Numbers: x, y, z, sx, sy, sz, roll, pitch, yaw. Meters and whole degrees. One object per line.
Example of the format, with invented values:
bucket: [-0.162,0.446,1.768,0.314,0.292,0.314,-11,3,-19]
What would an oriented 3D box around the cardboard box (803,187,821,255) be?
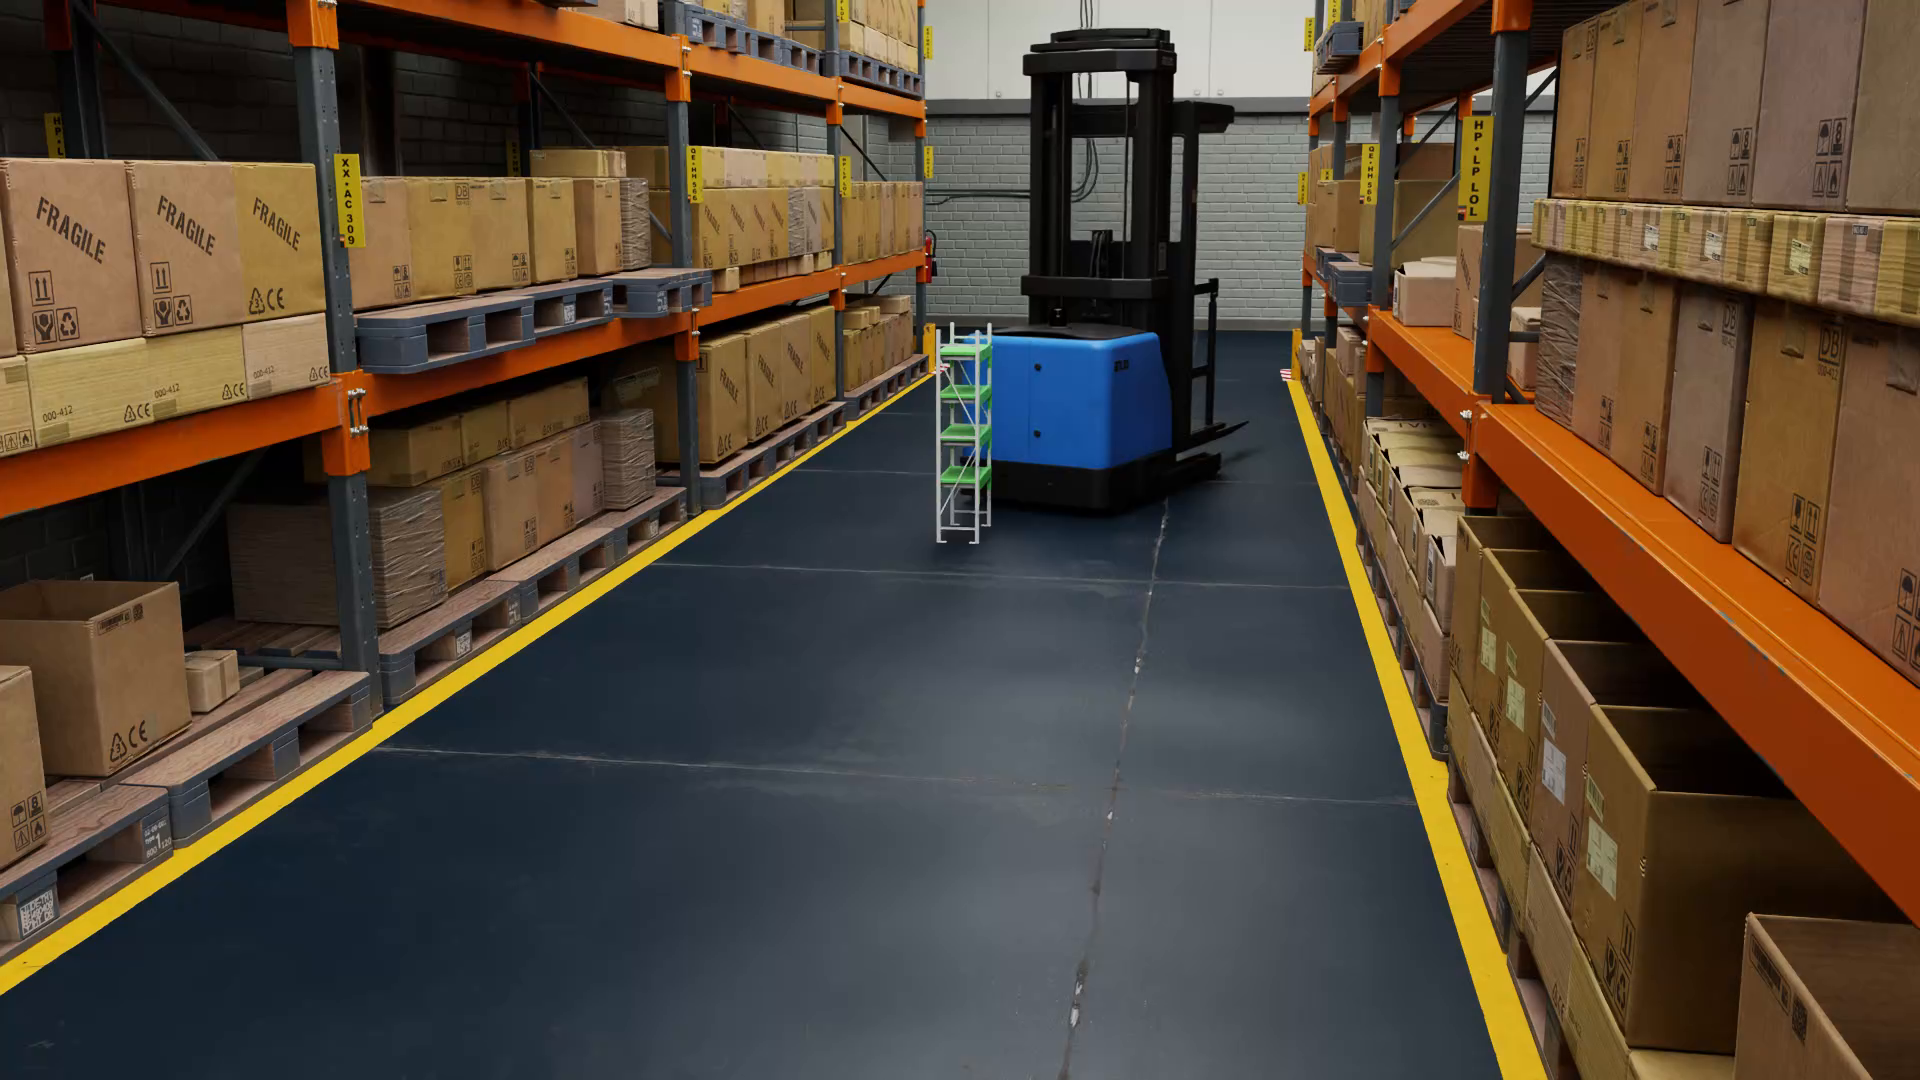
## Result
cardboard box: [-1.372,-2.458,12.786,0.500,0.500,0.500,2,12,9]

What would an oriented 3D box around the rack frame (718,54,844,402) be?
rack frame: [-1.482,-2.464,13.808,1.000,3.000,0.127,2,12,9]

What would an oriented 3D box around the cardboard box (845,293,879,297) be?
cardboard box: [-1.054,-2.481,17.282,0.380,0.149,0.250,2,12,9]

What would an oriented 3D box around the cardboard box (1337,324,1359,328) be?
cardboard box: [3.698,-1.691,15.099,0.797,0.503,0.637,2,12,9]

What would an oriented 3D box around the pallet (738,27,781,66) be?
pallet: [-1.881,-3.374,11.359,1.003,0.211,1.213,2,12,11]

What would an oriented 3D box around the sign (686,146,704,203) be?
sign: [-1.559,-2.143,9.758,0.100,0.325,0.005,2,12,9]

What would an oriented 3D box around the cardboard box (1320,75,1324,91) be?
cardboard box: [3.463,-4.119,14.724,0.500,0.250,0.500,2,12,9]

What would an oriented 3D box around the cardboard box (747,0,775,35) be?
cardboard box: [-1.747,-3.897,12.054,0.700,0.500,0.500,2,12,8]

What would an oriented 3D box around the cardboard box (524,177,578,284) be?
cardboard box: [-2.329,-1.537,8.225,0.700,0.500,0.500,2,12,9]

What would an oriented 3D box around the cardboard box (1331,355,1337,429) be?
cardboard box: [3.028,-1.093,12.336,0.500,0.500,0.500,2,12,9]

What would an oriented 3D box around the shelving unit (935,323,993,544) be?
shelving unit: [0.025,-0.621,9.527,0.258,1.200,0.503,2,12,9]

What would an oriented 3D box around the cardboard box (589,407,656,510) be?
cardboard box: [-2.156,-0.473,9.458,0.700,0.500,0.500,2,12,9]

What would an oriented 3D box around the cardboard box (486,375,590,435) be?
cardboard box: [-2.306,-0.723,8.838,0.500,0.250,0.500,2,12,10]

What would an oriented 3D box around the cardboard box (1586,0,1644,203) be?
cardboard box: [2.045,-1.124,4.274,0.700,0.500,0.500,2,12,9]

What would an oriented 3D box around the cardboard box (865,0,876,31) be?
cardboard box: [-1.022,-4.725,14.518,0.500,0.500,0.500,2,12,7]

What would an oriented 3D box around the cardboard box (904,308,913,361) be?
cardboard box: [-0.875,-2.131,17.200,0.700,0.500,0.500,2,12,9]

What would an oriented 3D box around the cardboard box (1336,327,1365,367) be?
cardboard box: [2.945,-1.363,11.808,0.500,0.250,0.500,2,12,9]

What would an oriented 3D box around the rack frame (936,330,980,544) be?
rack frame: [-0.012,-0.570,9.291,0.240,1.200,0.015,2,12,9]

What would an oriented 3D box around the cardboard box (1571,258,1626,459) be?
cardboard box: [2.047,-0.486,4.389,0.700,0.500,0.500,2,12,8]

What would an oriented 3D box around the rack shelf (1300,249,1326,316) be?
rack shelf: [3.721,-2.369,15.075,1.077,0.370,4.000,2,12,9]

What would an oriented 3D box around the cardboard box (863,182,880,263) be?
cardboard box: [-1.264,-2.875,15.002,0.980,0.700,0.700,2,12,7]

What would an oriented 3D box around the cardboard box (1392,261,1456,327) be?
cardboard box: [2.470,-1.248,8.378,0.500,0.311,0.500,2,12,8]

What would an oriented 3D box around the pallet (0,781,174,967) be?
pallet: [-2.966,0.960,4.539,1.003,0.211,1.213,2,12,9]

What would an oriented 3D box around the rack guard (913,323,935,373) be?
rack guard: [-0.863,-2.080,17.958,1.175,0.500,0.348,2,12,9]

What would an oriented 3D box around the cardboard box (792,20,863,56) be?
cardboard box: [-1.115,-4.247,14.081,0.500,0.250,0.500,2,12,8]

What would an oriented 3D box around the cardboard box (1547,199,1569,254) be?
cardboard box: [1.912,-0.903,4.788,0.380,0.149,0.250,2,12,9]

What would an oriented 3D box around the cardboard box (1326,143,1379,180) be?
cardboard box: [3.236,-2.956,13.478,0.500,0.500,0.500,2,12,9]

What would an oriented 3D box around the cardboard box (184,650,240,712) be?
cardboard box: [-2.765,0.483,5.812,0.380,0.166,0.250,0,12,1]

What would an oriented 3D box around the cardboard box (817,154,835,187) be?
cardboard box: [-1.301,-2.929,13.195,0.500,0.250,0.500,2,12,10]

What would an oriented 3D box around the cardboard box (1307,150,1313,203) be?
cardboard box: [3.700,-3.591,16.426,0.500,0.500,0.500,2,12,10]

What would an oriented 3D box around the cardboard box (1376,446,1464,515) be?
cardboard box: [2.275,-0.292,7.927,0.500,0.311,0.500,2,12,7]

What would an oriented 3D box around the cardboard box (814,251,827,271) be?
cardboard box: [-1.269,-2.218,13.216,0.380,0.149,0.250,2,12,10]

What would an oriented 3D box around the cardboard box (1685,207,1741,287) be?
cardboard box: [1.675,-0.581,3.293,0.380,0.149,0.250,2,12,8]

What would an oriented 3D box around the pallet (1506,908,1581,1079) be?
pallet: [1.834,1.143,3.690,1.003,0.211,1.213,2,12,9]

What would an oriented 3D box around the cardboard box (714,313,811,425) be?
cardboard box: [-1.587,-1.294,12.484,0.750,0.750,0.750,2,12,10]

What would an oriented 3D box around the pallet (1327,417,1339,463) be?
pallet: [3.326,-0.771,12.569,1.003,0.211,1.213,2,12,9]

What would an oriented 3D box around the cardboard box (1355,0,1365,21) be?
cardboard box: [3.263,-3.971,12.210,0.600,0.600,0.600,1,12,3]

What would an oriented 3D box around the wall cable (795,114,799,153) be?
wall cable: [-1.604,-4.091,18.944,0.084,1.984,1.851,2,12,9]

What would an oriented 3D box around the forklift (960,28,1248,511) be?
forklift: [1.156,-1.875,11.237,1.130,2.935,3.031,7,14,29]

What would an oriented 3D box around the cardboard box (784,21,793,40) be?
cardboard box: [-1.608,-4.262,14.149,0.500,0.250,0.500,2,12,9]

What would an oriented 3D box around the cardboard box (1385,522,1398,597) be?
cardboard box: [2.198,0.086,7.503,0.500,0.250,0.500,2,12,10]

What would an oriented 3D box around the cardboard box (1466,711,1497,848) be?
cardboard box: [1.731,0.690,4.700,0.500,0.250,0.500,2,12,9]

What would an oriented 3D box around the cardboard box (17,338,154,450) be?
cardboard box: [-2.632,-0.418,4.623,0.500,0.250,0.500,2,12,8]

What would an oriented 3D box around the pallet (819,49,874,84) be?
pallet: [-1.345,-4.057,14.290,1.003,0.211,1.213,2,12,9]

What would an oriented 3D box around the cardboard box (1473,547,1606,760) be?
cardboard box: [1.734,0.324,4.621,0.500,0.500,0.500,2,12,9]

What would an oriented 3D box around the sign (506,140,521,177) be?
sign: [-2.646,-2.215,9.903,0.100,0.325,0.005,2,12,9]

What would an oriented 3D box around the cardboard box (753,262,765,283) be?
cardboard box: [-1.592,-1.899,11.735,0.380,0.149,0.250,2,12,9]

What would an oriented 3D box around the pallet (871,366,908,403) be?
pallet: [-1.102,-1.512,16.006,1.003,0.211,1.213,2,12,9]

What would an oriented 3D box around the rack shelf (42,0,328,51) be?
rack shelf: [-3.020,-1.497,3.909,1.077,0.370,4.000,2,12,9]

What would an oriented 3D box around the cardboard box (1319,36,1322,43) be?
cardboard box: [3.538,-4.468,15.155,0.500,0.250,0.500,2,12,9]

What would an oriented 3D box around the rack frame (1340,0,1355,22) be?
rack frame: [3.414,-5.237,12.435,1.000,3.000,0.127,2,12,9]

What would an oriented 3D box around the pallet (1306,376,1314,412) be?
pallet: [3.706,-1.339,15.206,1.003,0.211,1.213,2,12,9]

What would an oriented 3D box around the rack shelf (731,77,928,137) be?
rack shelf: [-1.174,-3.995,15.500,1.077,0.370,4.000,2,12,9]
